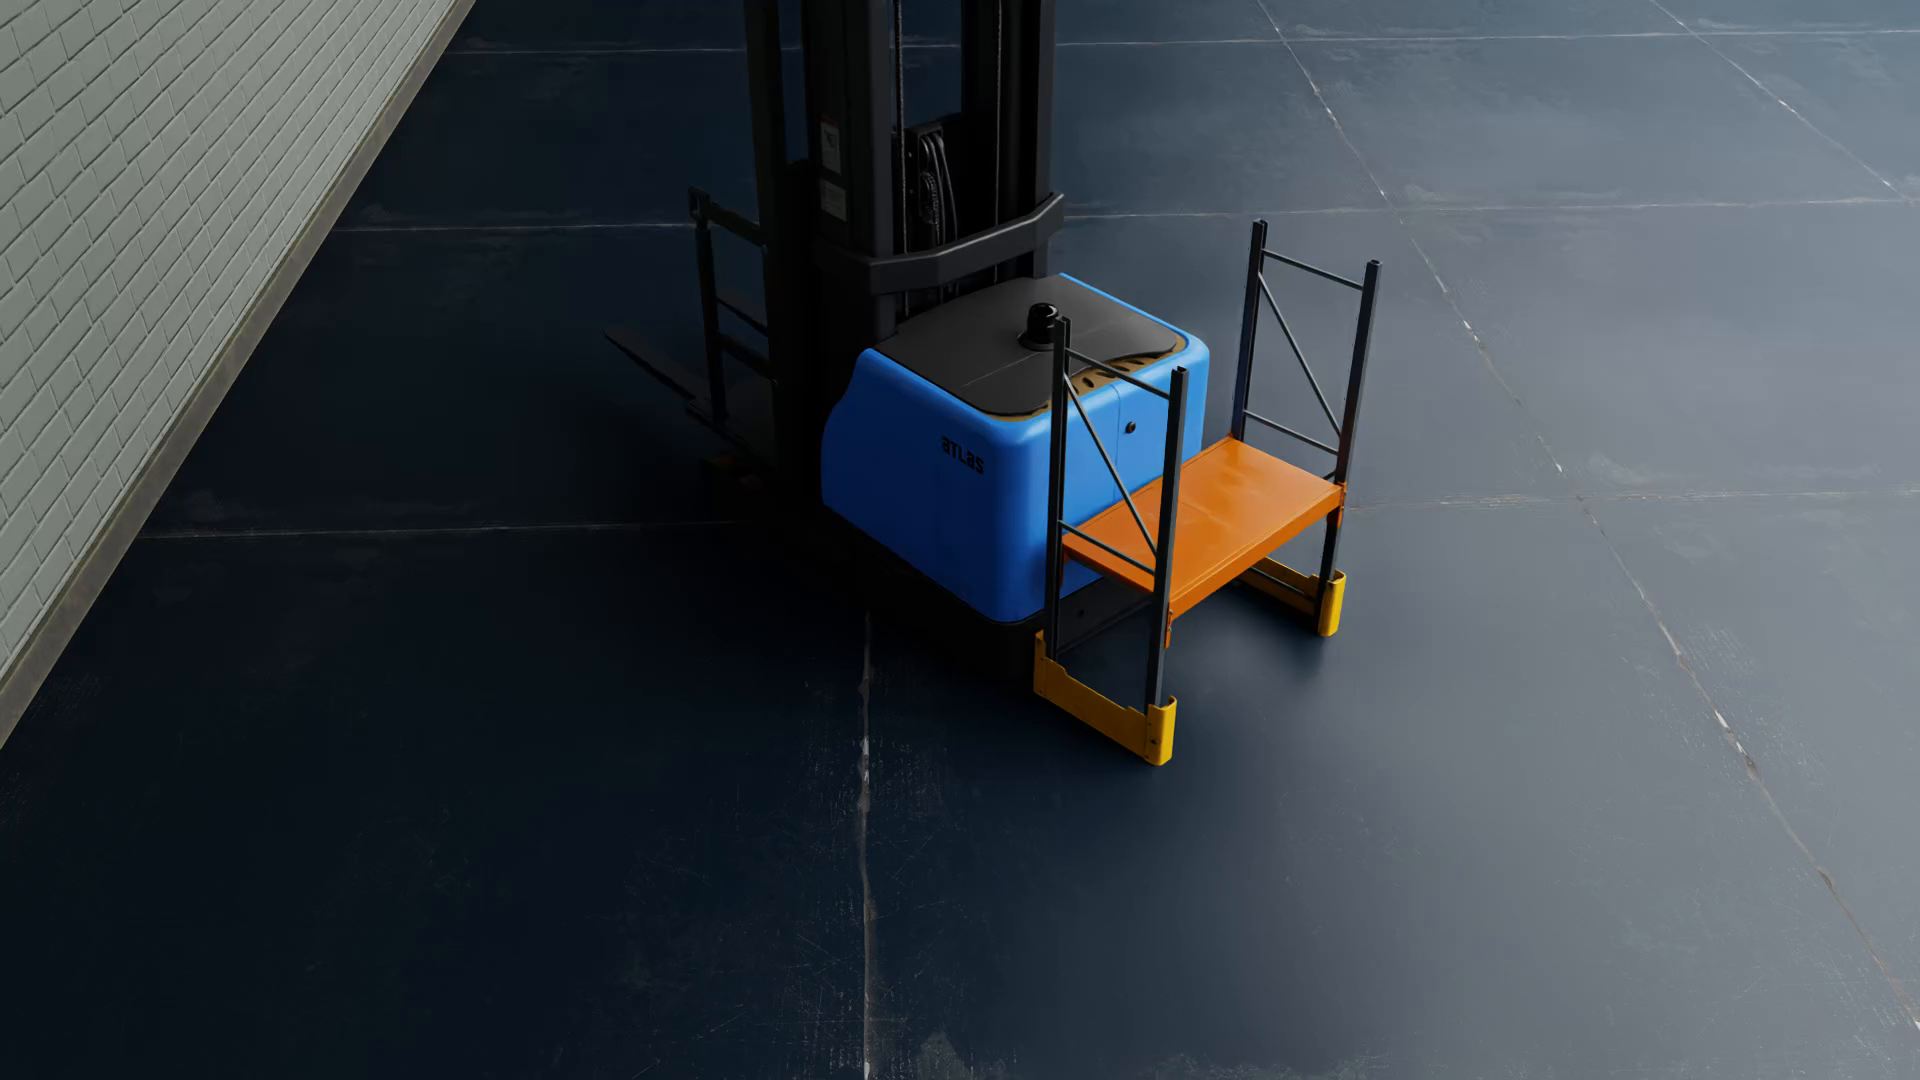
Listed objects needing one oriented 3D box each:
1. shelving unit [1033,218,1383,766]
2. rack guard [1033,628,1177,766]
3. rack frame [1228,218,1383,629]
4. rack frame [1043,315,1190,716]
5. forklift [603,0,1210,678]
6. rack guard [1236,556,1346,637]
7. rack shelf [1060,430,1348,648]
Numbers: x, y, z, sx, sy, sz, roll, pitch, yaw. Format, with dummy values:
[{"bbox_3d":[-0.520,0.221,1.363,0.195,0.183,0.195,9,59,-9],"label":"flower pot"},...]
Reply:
[{"bbox_3d":[0.842,-0.179,5.691,0.587,1.500,1.083,29,44,35],"label":"shelving unit"},{"bbox_3d":[0.492,0.536,5.755,0.587,0.250,0.087,29,44,35],"label":"rack guard"},{"bbox_3d":[1.192,-0.382,5.984,0.500,1.500,0.032,29,44,35],"label":"rack frame"},{"bbox_3d":[0.478,0.030,5.388,0.500,1.500,0.032,29,44,35],"label":"rack frame"},{"bbox_3d":[-0.437,-1.477,6.309,1.130,2.935,3.031,-26,42,-32],"label":"forklift"},{"bbox_3d":[1.192,0.133,6.339,0.587,0.250,0.087,29,44,35],"label":"rack guard"},{"bbox_3d":[0.835,-0.028,5.788,0.538,0.185,1.000,29,44,35],"label":"rack shelf"}]
